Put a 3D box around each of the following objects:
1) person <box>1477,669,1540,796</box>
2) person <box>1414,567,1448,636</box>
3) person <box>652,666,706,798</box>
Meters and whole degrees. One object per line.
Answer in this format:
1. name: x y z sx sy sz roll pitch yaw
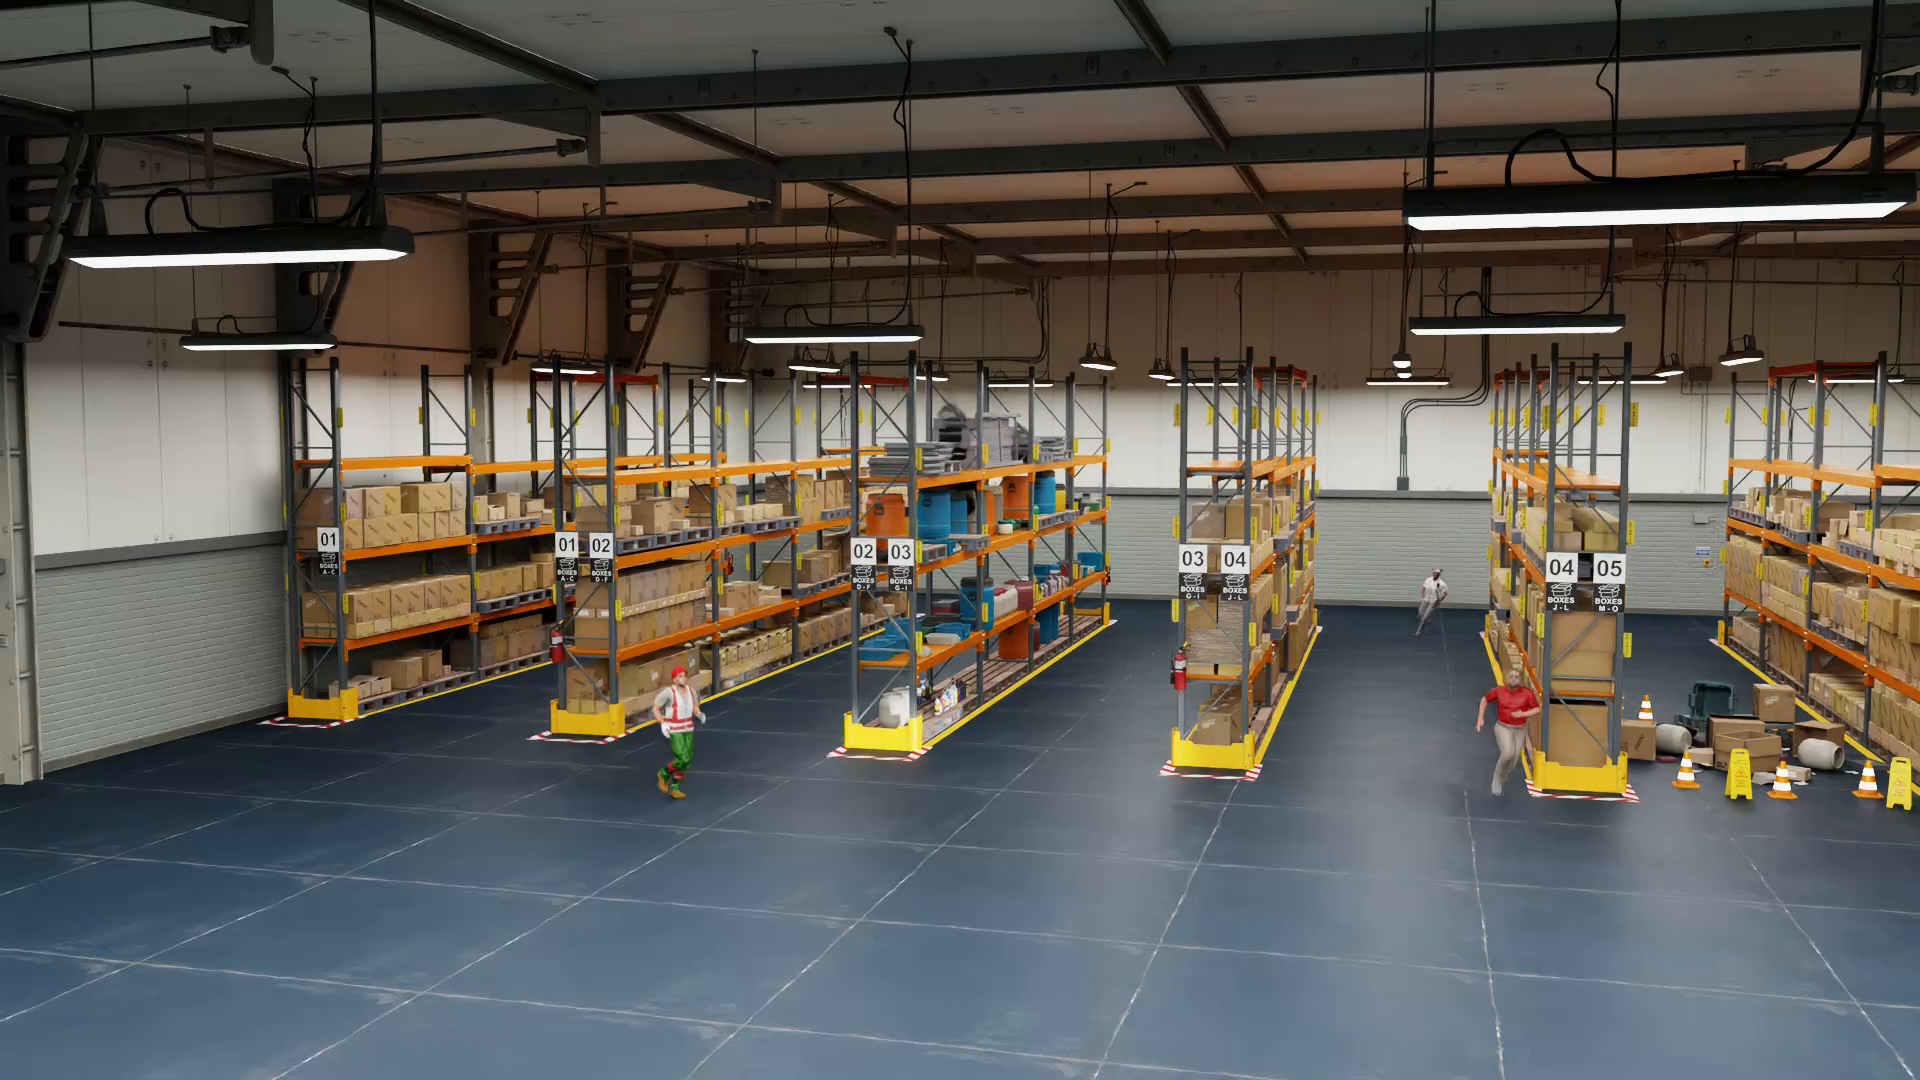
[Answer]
1. person: 7.273 2.542 22.027 0.727 1.686 0.654 0 4 -2
2. person: 10.869 1.409 38.258 0.679 1.606 0.530 4 6 41
3. person: -3.656 2.524 21.876 0.609 1.749 0.637 4 6 41
